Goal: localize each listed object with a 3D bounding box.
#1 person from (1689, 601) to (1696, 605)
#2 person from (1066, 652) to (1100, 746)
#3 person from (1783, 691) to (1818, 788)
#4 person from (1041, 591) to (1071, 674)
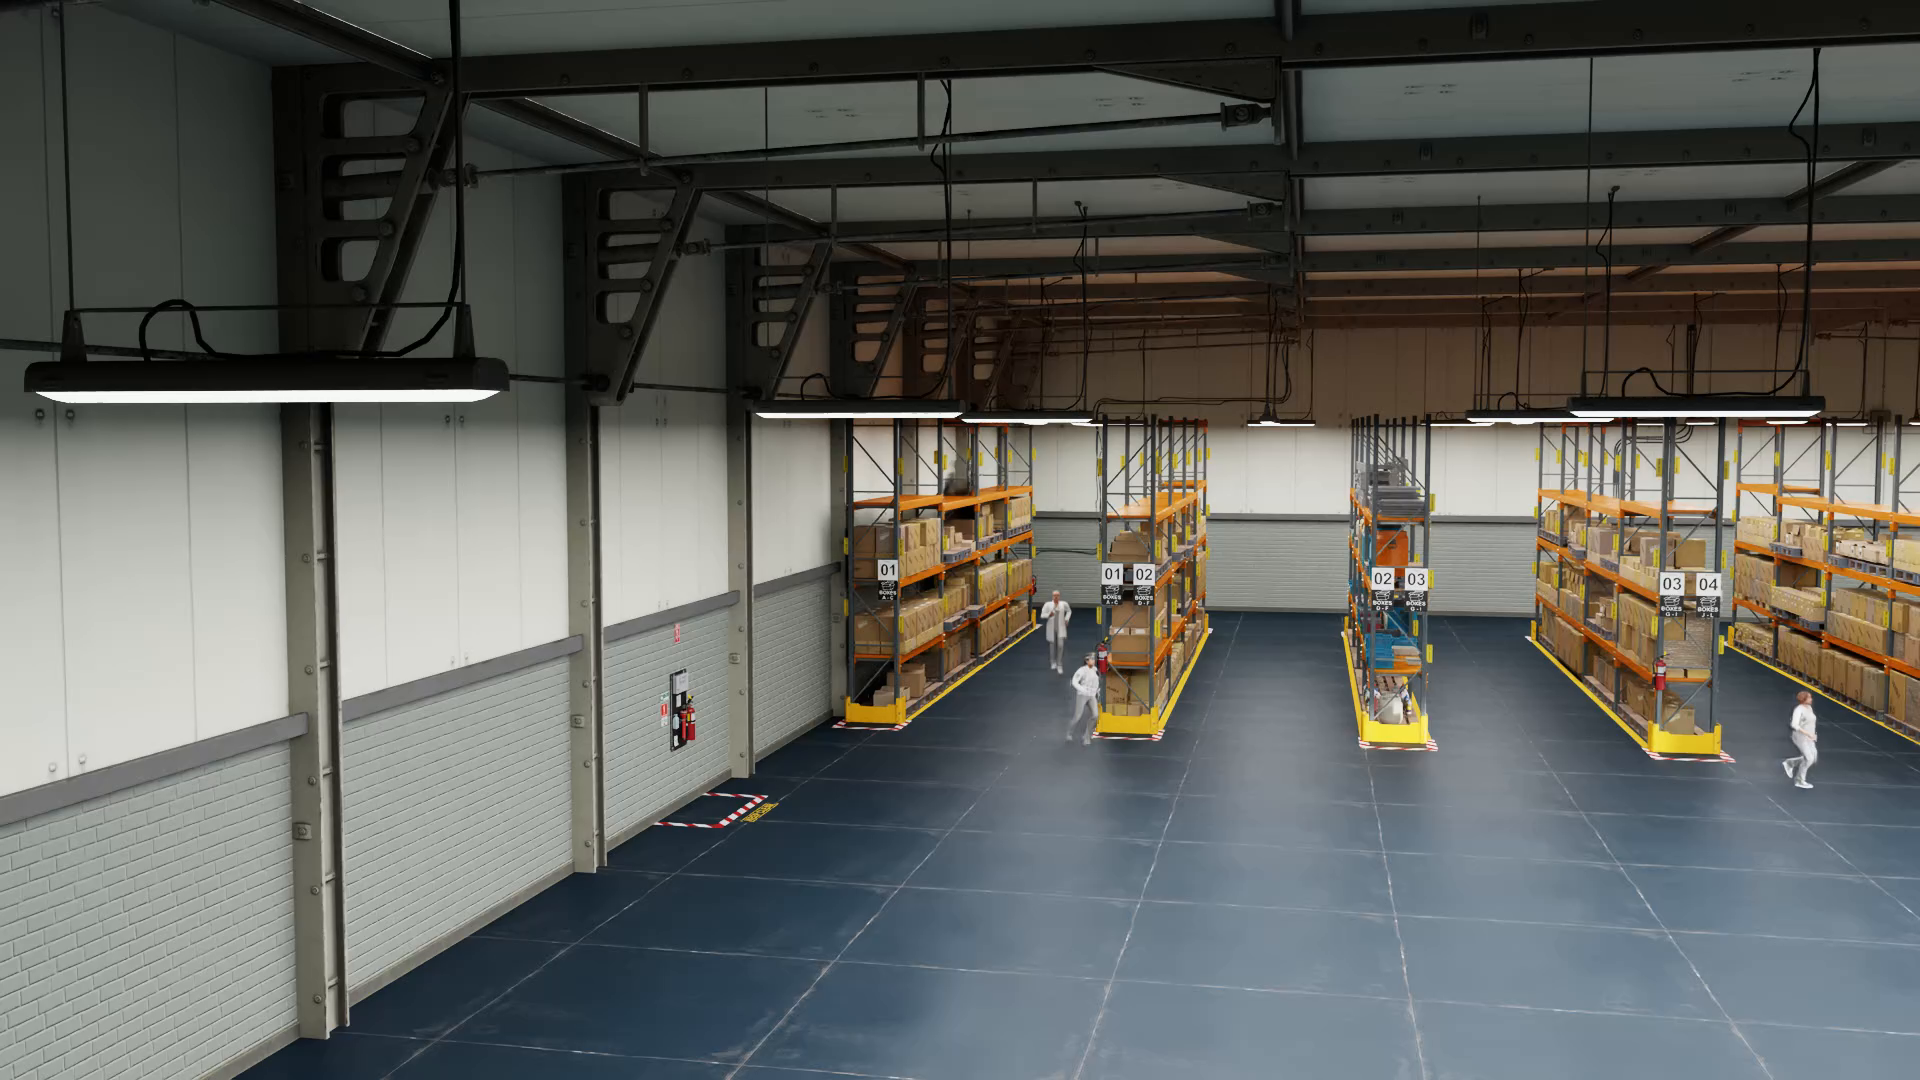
[{"bbox_3d":[19.677,1.875,44.836,0.760,1.780,0.695,-2,4,-31],"label":"person"},{"bbox_3d":[2.316,2.883,30.329,0.682,1.699,0.665,-2,4,-25],"label":"person"},{"bbox_3d":[13.440,3.173,26.581,0.589,1.551,0.575,-3,5,-40],"label":"person"},{"bbox_3d":[2.160,2.050,37.398,0.685,1.830,0.802,0,4,3],"label":"person"}]
